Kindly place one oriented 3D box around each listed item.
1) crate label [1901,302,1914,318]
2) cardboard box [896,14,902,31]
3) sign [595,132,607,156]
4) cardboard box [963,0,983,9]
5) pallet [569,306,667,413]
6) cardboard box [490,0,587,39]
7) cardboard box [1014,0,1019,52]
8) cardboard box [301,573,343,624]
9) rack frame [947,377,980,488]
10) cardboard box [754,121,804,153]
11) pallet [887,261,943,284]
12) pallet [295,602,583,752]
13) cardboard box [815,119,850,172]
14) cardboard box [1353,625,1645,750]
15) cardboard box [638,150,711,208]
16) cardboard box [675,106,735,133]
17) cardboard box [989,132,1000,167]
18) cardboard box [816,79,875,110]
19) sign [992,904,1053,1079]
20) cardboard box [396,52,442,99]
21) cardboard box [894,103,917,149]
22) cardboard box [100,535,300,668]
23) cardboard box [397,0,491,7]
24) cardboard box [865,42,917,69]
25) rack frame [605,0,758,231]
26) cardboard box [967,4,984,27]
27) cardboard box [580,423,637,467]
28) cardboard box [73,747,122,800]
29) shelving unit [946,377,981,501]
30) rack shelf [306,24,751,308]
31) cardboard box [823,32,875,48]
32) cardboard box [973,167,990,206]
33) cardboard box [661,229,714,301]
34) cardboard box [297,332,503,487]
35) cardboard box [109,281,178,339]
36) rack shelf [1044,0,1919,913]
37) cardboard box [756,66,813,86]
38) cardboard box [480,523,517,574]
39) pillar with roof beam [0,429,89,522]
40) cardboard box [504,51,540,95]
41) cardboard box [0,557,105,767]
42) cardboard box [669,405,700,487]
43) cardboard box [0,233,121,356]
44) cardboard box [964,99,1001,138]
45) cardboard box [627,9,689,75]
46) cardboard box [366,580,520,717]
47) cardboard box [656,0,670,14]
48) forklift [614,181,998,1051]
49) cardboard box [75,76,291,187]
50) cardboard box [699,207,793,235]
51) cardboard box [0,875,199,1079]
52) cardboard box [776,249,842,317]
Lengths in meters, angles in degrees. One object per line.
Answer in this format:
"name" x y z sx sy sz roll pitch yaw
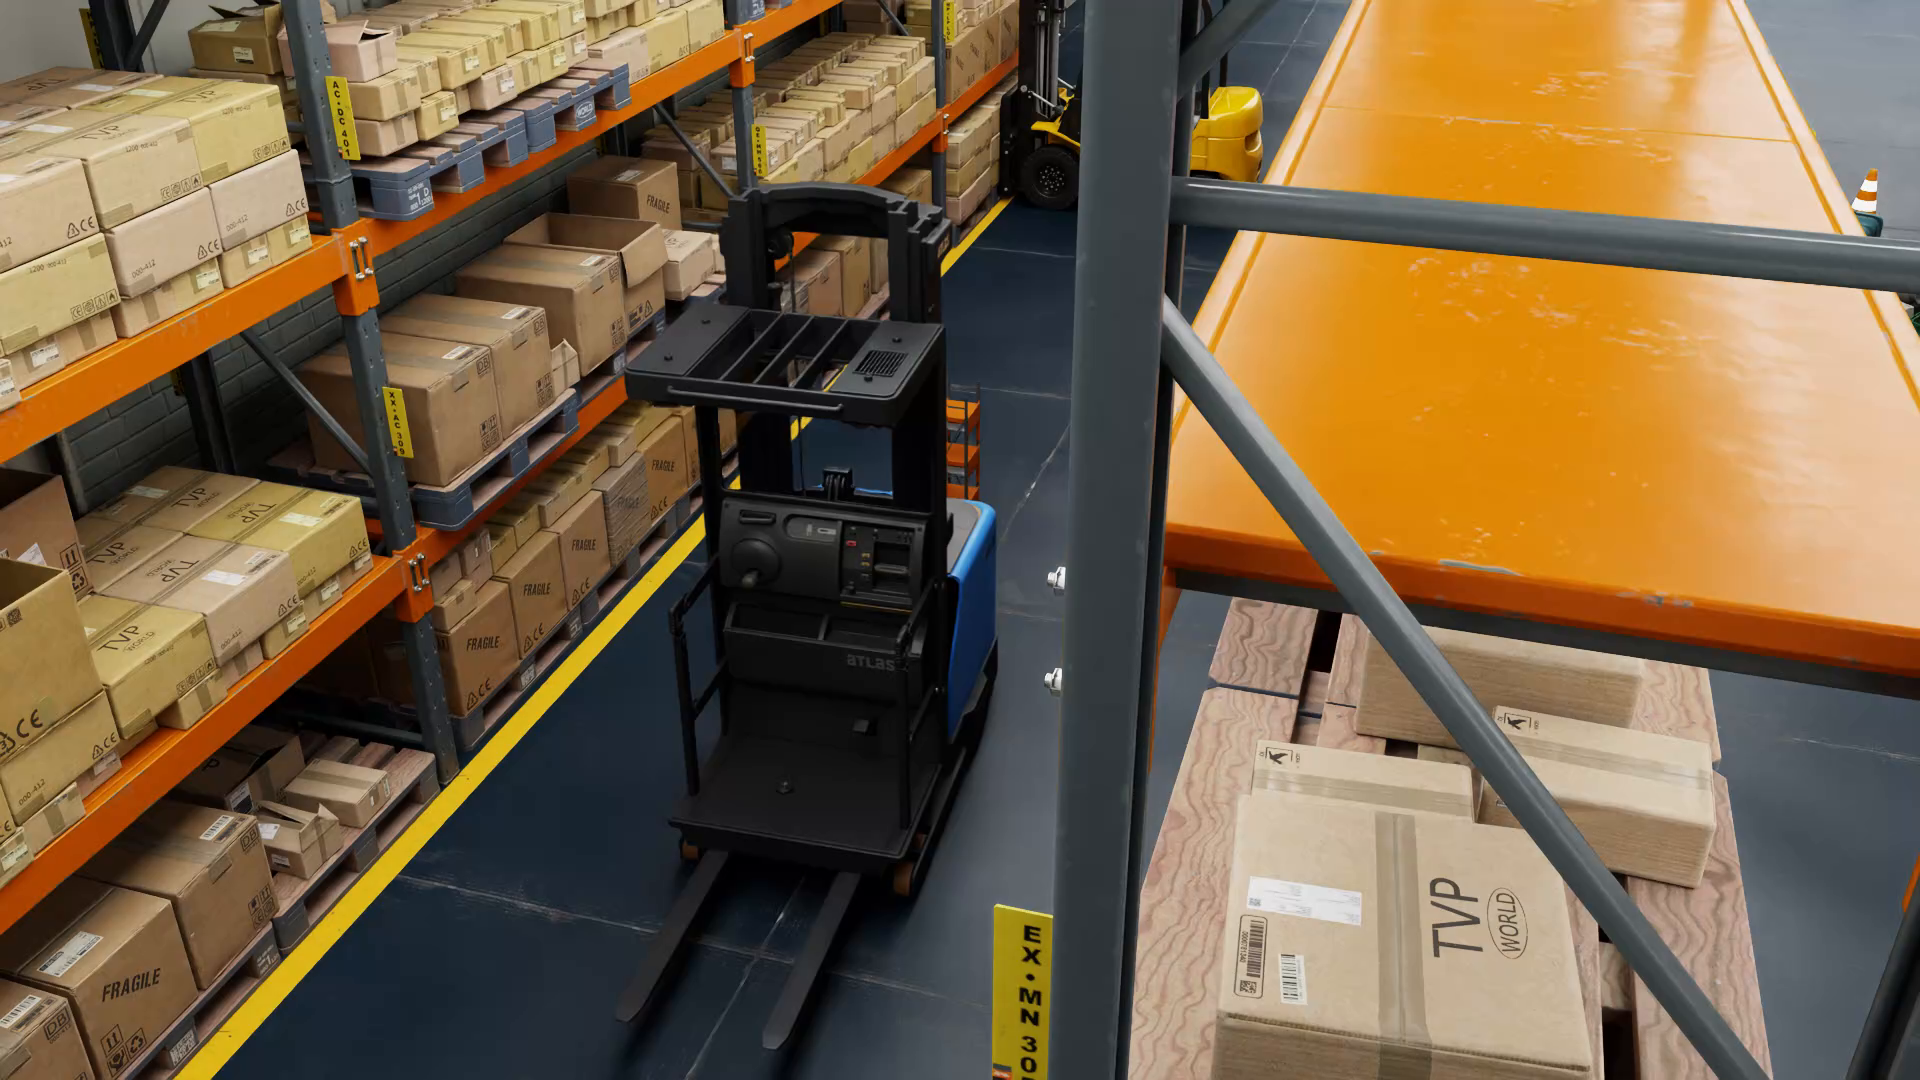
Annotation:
"crate label" 7.555 -1.845 13.461 0.298 0.136 0.250 -12 31 -20
"cardboard box" -0.728 -4.557 14.622 0.380 0.149 0.250 8 30 13
"sign" -2.323 -2.648 10.768 0.100 0.325 0.005 8 30 15
"cardboard box" -0.010 -4.845 14.833 0.380 0.149 0.250 9 30 16
"pallet" -2.358 -1.076 9.331 1.003 0.211 1.213 8 30 15
"cardboard box" -2.063 -2.564 8.140 0.380 0.149 0.250 9 30 15
"cardboard box" 0.352 -5.081 16.231 0.500 0.500 0.500 8 30 14
"cardboard box" -2.873 0.213 7.075 0.380 0.149 0.250 9 30 16
"rack frame" 0.020 -0.491 10.087 0.200 1.050 0.008 8 30 15
"cardboard box" -1.288 -2.744 11.363 0.380 0.149 0.250 9 30 16
"pallet" -0.796 -2.356 14.304 1.003 0.211 1.213 8 30 15
"pallet" -2.763 0.630 8.935 1.003 0.211 1.213 8 30 15
"cardboard box" -1.109 -2.861 11.983 0.500 0.250 0.500 8 30 14
"cardboard box" 1.094 0.173 3.360 0.500 0.311 0.500 9 30 16
"cardboard box" -1.925 -2.465 11.271 0.500 0.250 0.500 9 30 16
"cardboard box" -1.780 -2.944 11.722 0.380 0.149 0.250 8 30 14
"cardboard box" 0.124 -3.770 15.859 0.500 0.250 0.500 8 30 14
"cardboard box" -0.856 -3.327 12.411 0.380 0.149 0.250 8 30 14
"sign" 0.092 0.613 2.182 0.100 0.325 0.005 8 30 15
"cardboard box" -2.448 -1.974 7.079 0.380 0.149 0.250 9 30 16
"cardboard box" -0.658 -3.351 13.378 0.500 0.250 0.500 8 30 15
"cardboard box" -3.015 0.237 6.622 0.500 0.250 0.500 9 30 15
"cardboard box" -2.562 -2.639 8.276 0.380 0.149 0.250 9 30 16
"cardboard box" -0.564 -3.937 13.507 0.380 0.149 0.250 8 30 14
"rack frame" -1.792 -2.064 10.910 1.000 3.000 0.127 8 30 15
"cardboard box" -0.005 -4.710 14.897 0.380 0.149 0.250 9 30 16
"cardboard box" -2.110 -0.561 9.680 0.380 0.149 0.250 7 30 12
"cardboard box" -3.288 0.804 6.014 0.380 0.149 0.250 8 30 15
"shelving unit" -0.016 -0.434 9.985 0.215 1.050 0.252 8 30 15
"rack shelf" -2.379 -2.131 8.685 1.077 0.370 4.000 8 30 15
"cardboard box" -0.926 -4.117 13.831 0.380 0.149 0.250 8 30 14
"cardboard box" -0.025 -3.320 15.565 0.500 0.250 0.500 8 30 14
"cardboard box" -1.792 -1.645 9.880 0.500 0.250 0.500 7 30 13
"cardboard box" -2.610 -0.625 7.788 0.700 0.500 0.500 9 30 16
"cardboard box" -3.027 -0.846 5.894 0.380 0.149 0.250 8 30 15
"rack shelf" 1.193 -0.702 3.441 1.077 0.370 4.000 8 30 15
"cardboard box" -1.350 -3.532 12.779 0.380 0.149 0.250 8 30 14
"cardboard box" -2.534 0.031 8.616 0.380 0.149 0.250 7 30 12
"pillar with roof beam" 0.084 -2.017 4.655 9.100 9.000 0.400 8 30 15
"cardboard box" -2.200 -2.190 7.775 0.380 0.149 0.250 8 30 14
"cardboard box" -3.309 0.392 5.572 0.500 0.500 0.500 9 30 16
"cardboard box" -1.867 -0.697 10.592 0.500 0.500 0.500 8 30 14
"cardboard box" -3.172 -0.841 5.474 0.500 0.250 0.500 9 30 16
"cardboard box" 0.119 -3.991 15.741 0.500 0.250 0.500 10 30 17
"cardboard box" -1.857 -2.802 9.306 0.500 0.250 0.500 9 30 15
"cardboard box" -2.609 0.511 8.420 0.500 0.500 0.500 10 31 17
"cardboard box" -1.862 -3.048 9.338 0.380 0.149 0.250 9 30 16
"forklift" -0.655 0.104 7.083 1.130 2.935 3.031 7 30 12
"cardboard box" -2.884 -1.530 6.198 0.500 0.250 0.500 9 30 15
"cardboard box" -1.428 -2.170 11.254 0.500 0.250 0.500 9 30 15
"cardboard box" -3.331 1.669 6.339 0.500 0.500 0.500 9 30 16
"cardboard box" -1.411 -1.802 12.450 0.875 0.625 0.625 9 30 17
